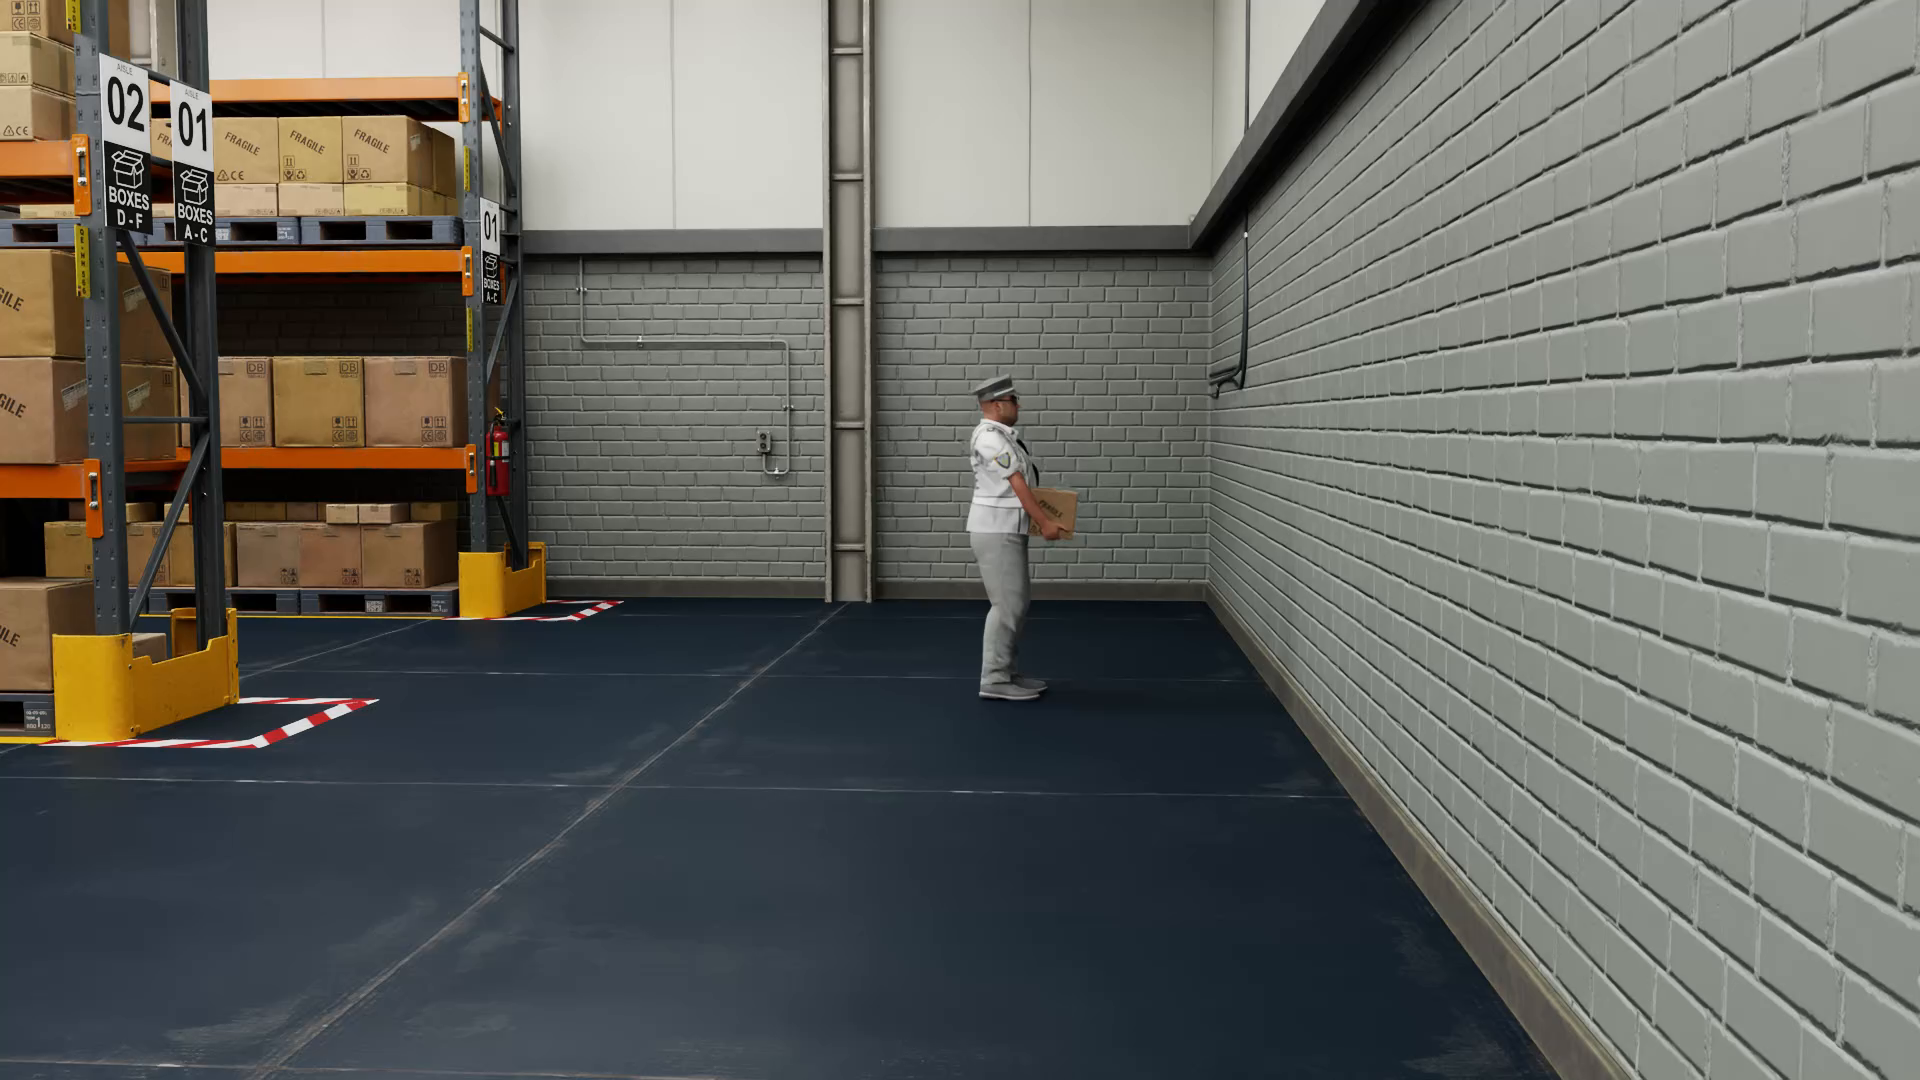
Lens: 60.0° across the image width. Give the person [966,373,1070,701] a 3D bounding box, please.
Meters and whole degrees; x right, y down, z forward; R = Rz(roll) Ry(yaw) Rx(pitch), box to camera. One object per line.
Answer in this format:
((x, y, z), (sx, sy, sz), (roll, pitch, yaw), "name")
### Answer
((0.319, -0.025, 9.104), (0.566, 1.766, 0.490), (0, 4, 4), "person")
